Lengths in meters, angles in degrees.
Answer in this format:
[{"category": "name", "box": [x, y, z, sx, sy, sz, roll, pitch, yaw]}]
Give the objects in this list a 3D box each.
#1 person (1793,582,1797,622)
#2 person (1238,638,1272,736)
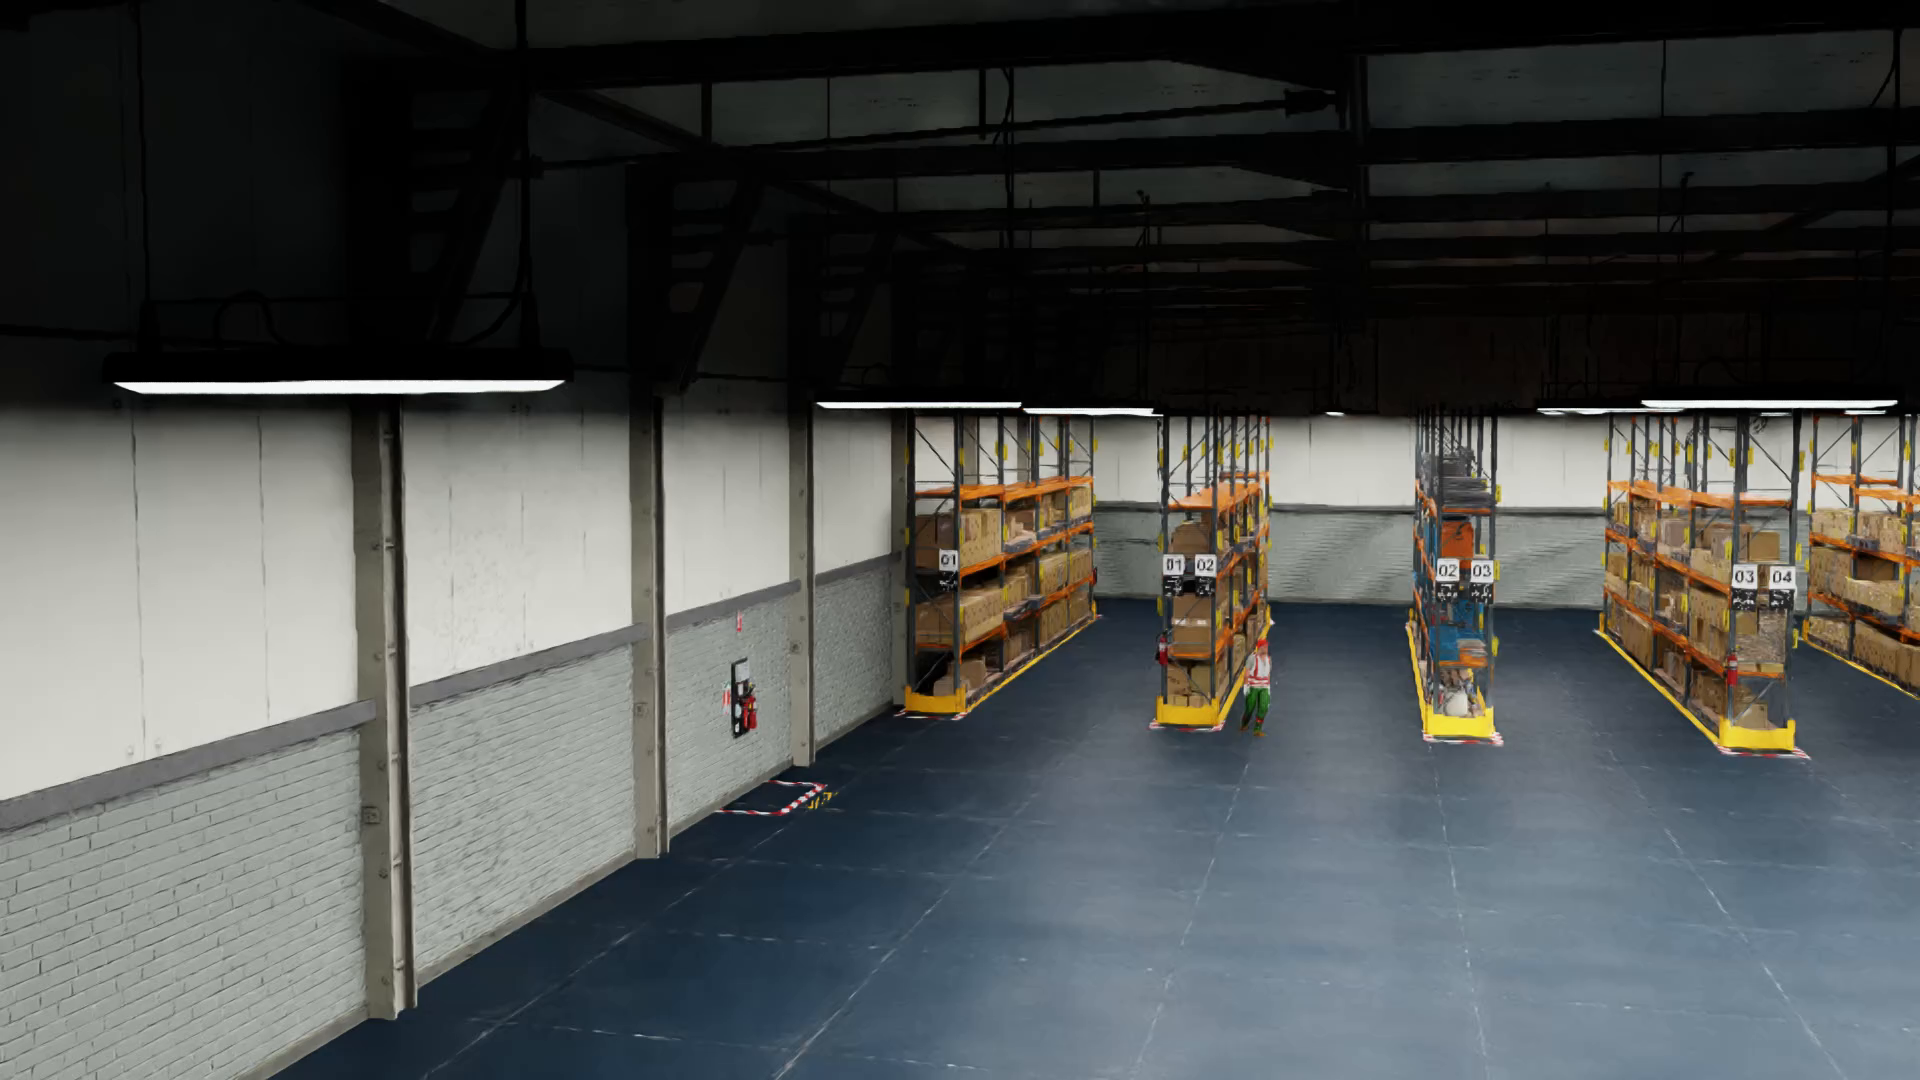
[{"category": "person", "box": [23.059, 1.538, 46.376, 0.521, 1.609, 0.938, 3, 5, 35]}, {"category": "person", "box": [5.355, 2.647, 30.122, 0.583, 1.776, 0.575, -2, 4, -21]}]
